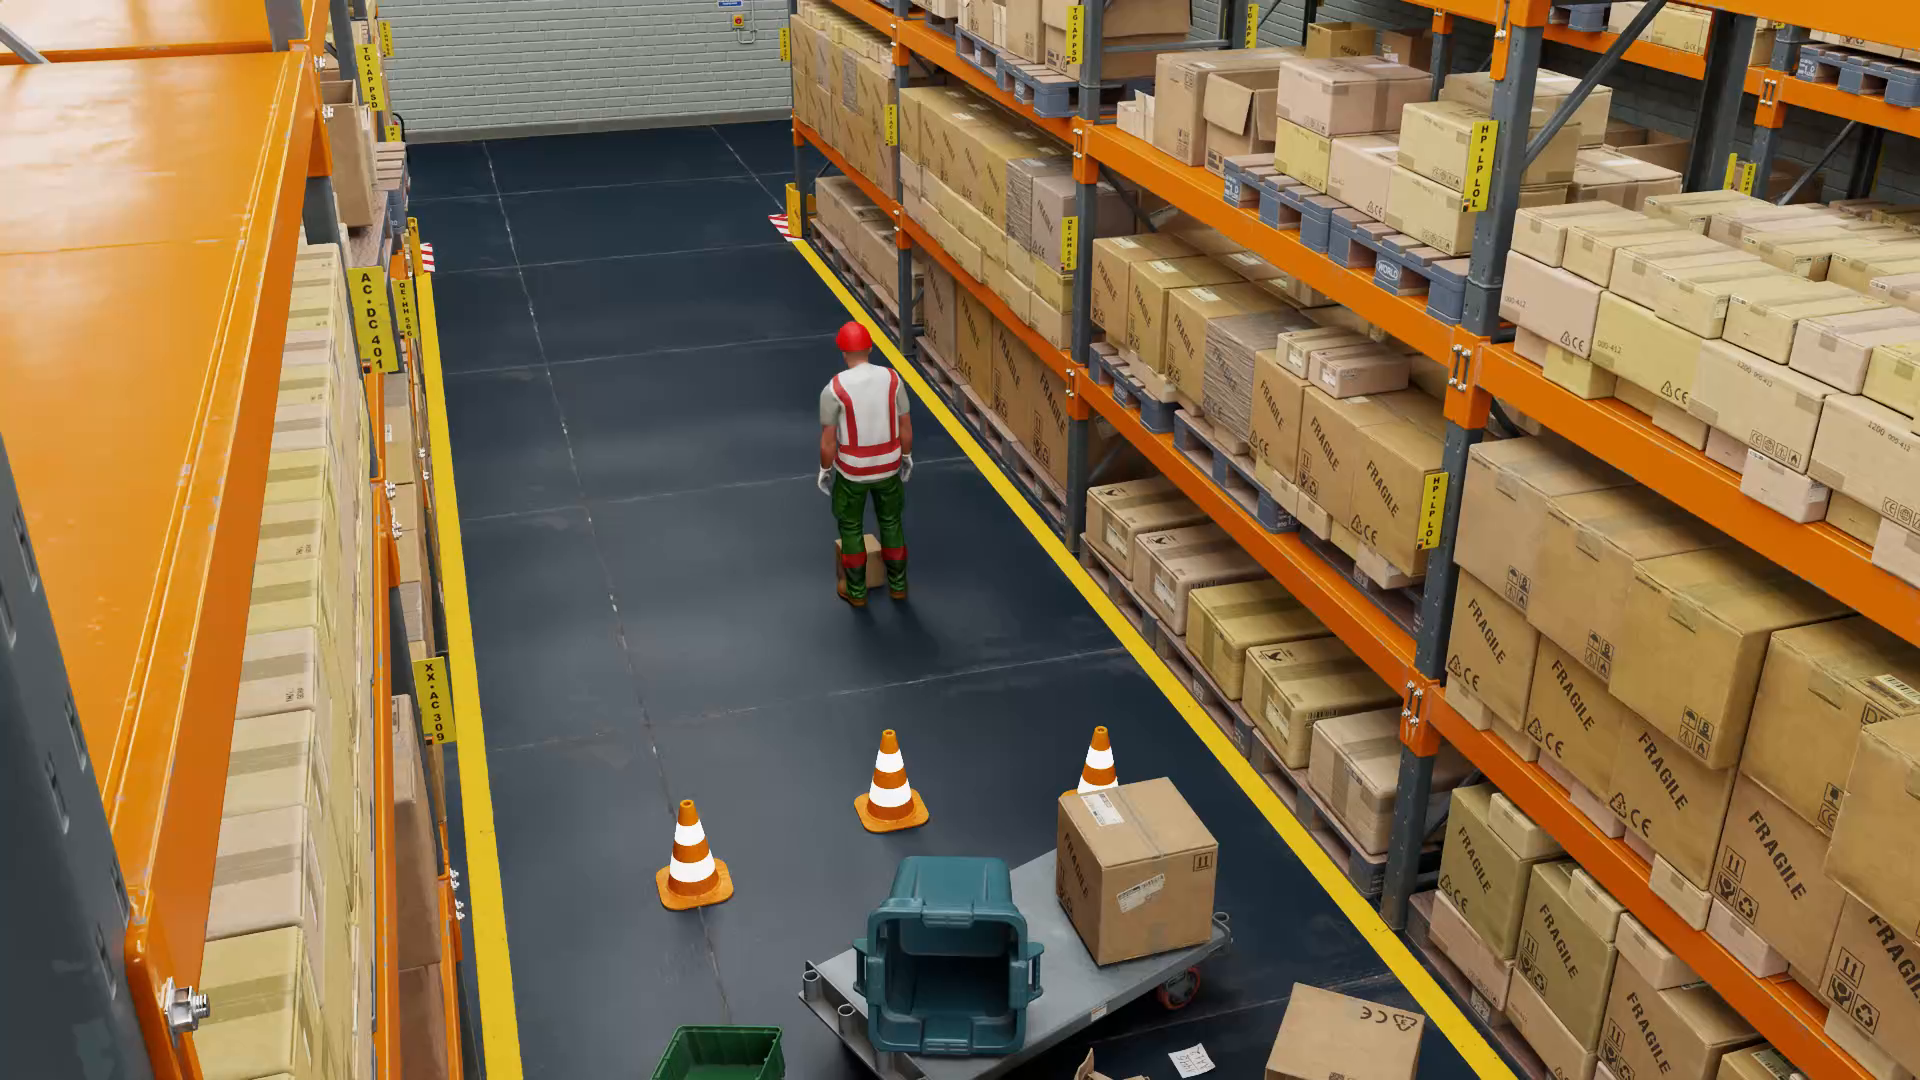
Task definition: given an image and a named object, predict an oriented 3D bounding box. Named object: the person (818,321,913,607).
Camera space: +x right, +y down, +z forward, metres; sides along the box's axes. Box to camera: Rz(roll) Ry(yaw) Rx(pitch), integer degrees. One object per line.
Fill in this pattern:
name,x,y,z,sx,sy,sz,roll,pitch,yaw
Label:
person,-0.569,-0.446,10.011,0.610,1.774,0.452,-10,28,-19
